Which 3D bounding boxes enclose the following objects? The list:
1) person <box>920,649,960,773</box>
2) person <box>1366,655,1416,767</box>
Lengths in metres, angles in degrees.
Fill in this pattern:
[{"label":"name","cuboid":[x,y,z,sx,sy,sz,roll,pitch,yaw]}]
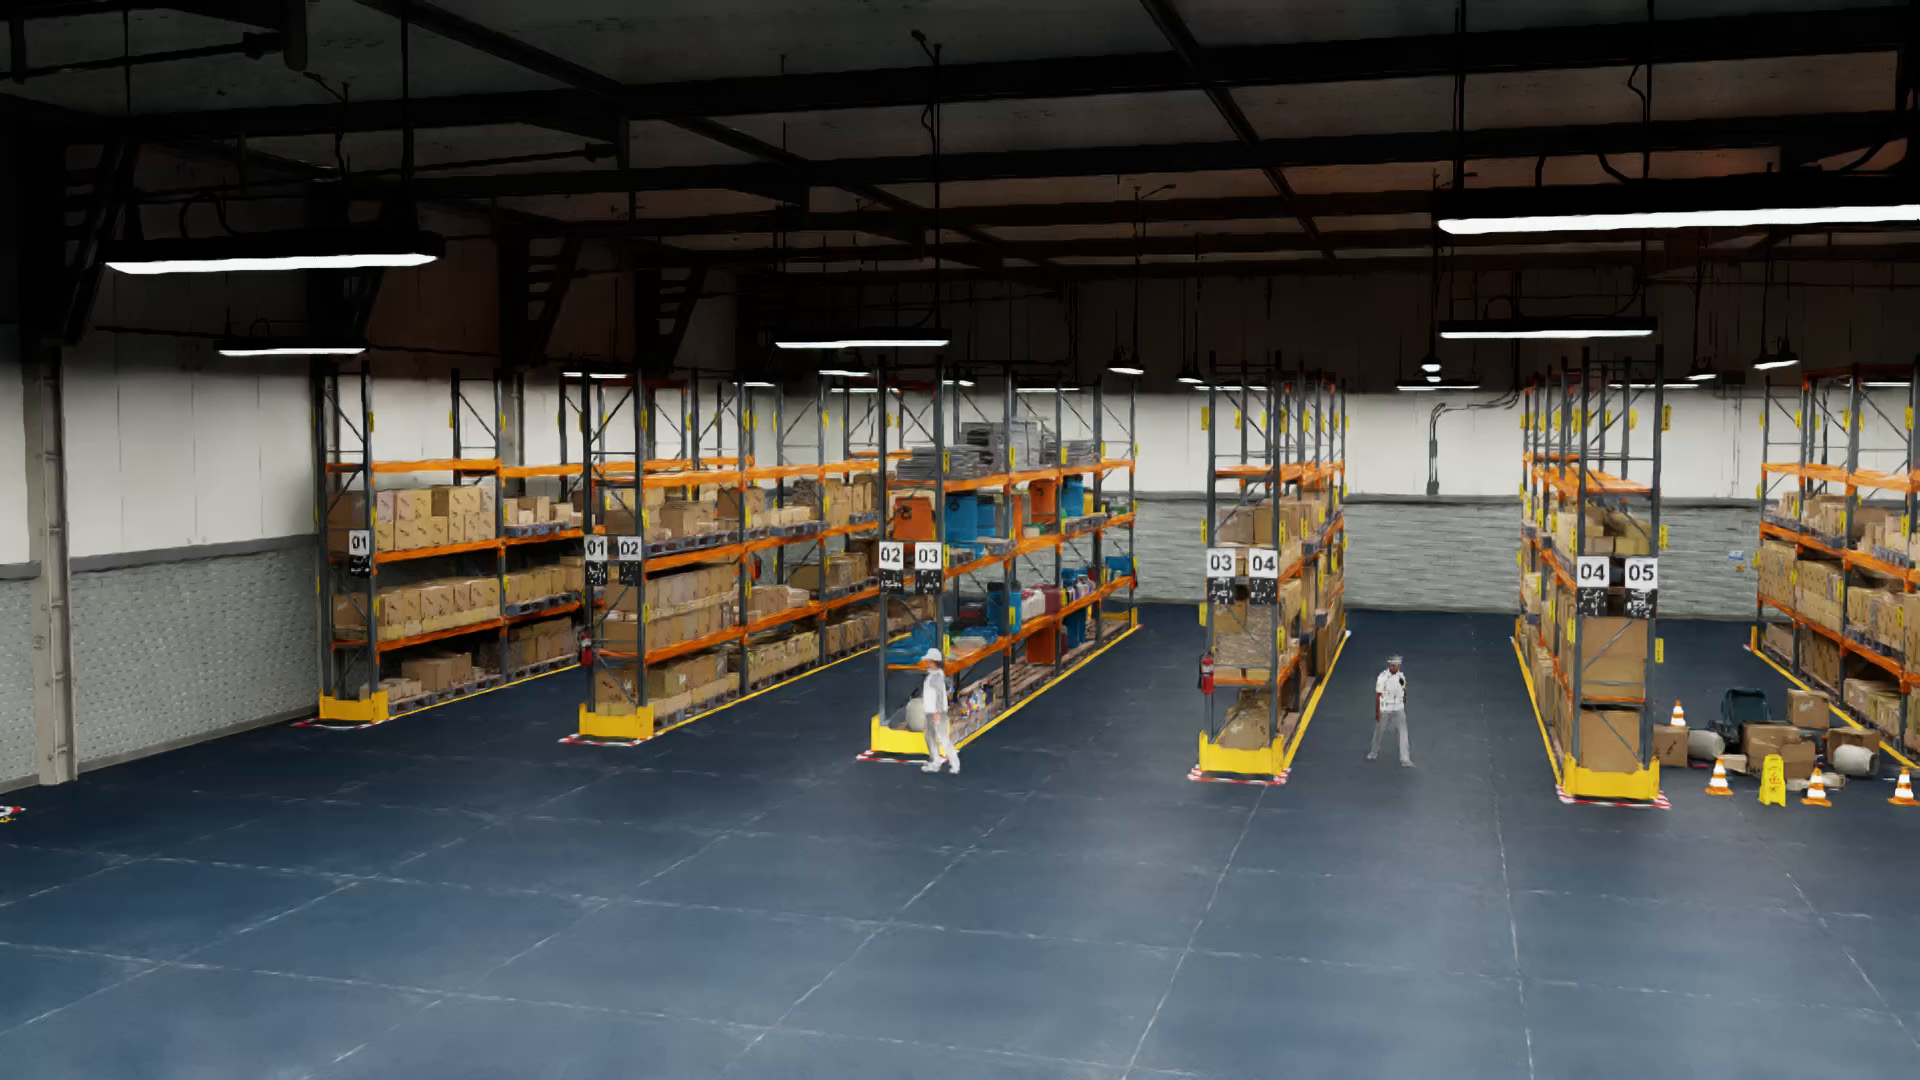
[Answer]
[{"label":"person","cuboid":[-0.280,2.433,23.754,0.538,1.767,0.630,-1,4,-10]},{"label":"person","cuboid":[6.279,2.462,24.238,0.489,1.626,0.937,-1,4,-7]}]
